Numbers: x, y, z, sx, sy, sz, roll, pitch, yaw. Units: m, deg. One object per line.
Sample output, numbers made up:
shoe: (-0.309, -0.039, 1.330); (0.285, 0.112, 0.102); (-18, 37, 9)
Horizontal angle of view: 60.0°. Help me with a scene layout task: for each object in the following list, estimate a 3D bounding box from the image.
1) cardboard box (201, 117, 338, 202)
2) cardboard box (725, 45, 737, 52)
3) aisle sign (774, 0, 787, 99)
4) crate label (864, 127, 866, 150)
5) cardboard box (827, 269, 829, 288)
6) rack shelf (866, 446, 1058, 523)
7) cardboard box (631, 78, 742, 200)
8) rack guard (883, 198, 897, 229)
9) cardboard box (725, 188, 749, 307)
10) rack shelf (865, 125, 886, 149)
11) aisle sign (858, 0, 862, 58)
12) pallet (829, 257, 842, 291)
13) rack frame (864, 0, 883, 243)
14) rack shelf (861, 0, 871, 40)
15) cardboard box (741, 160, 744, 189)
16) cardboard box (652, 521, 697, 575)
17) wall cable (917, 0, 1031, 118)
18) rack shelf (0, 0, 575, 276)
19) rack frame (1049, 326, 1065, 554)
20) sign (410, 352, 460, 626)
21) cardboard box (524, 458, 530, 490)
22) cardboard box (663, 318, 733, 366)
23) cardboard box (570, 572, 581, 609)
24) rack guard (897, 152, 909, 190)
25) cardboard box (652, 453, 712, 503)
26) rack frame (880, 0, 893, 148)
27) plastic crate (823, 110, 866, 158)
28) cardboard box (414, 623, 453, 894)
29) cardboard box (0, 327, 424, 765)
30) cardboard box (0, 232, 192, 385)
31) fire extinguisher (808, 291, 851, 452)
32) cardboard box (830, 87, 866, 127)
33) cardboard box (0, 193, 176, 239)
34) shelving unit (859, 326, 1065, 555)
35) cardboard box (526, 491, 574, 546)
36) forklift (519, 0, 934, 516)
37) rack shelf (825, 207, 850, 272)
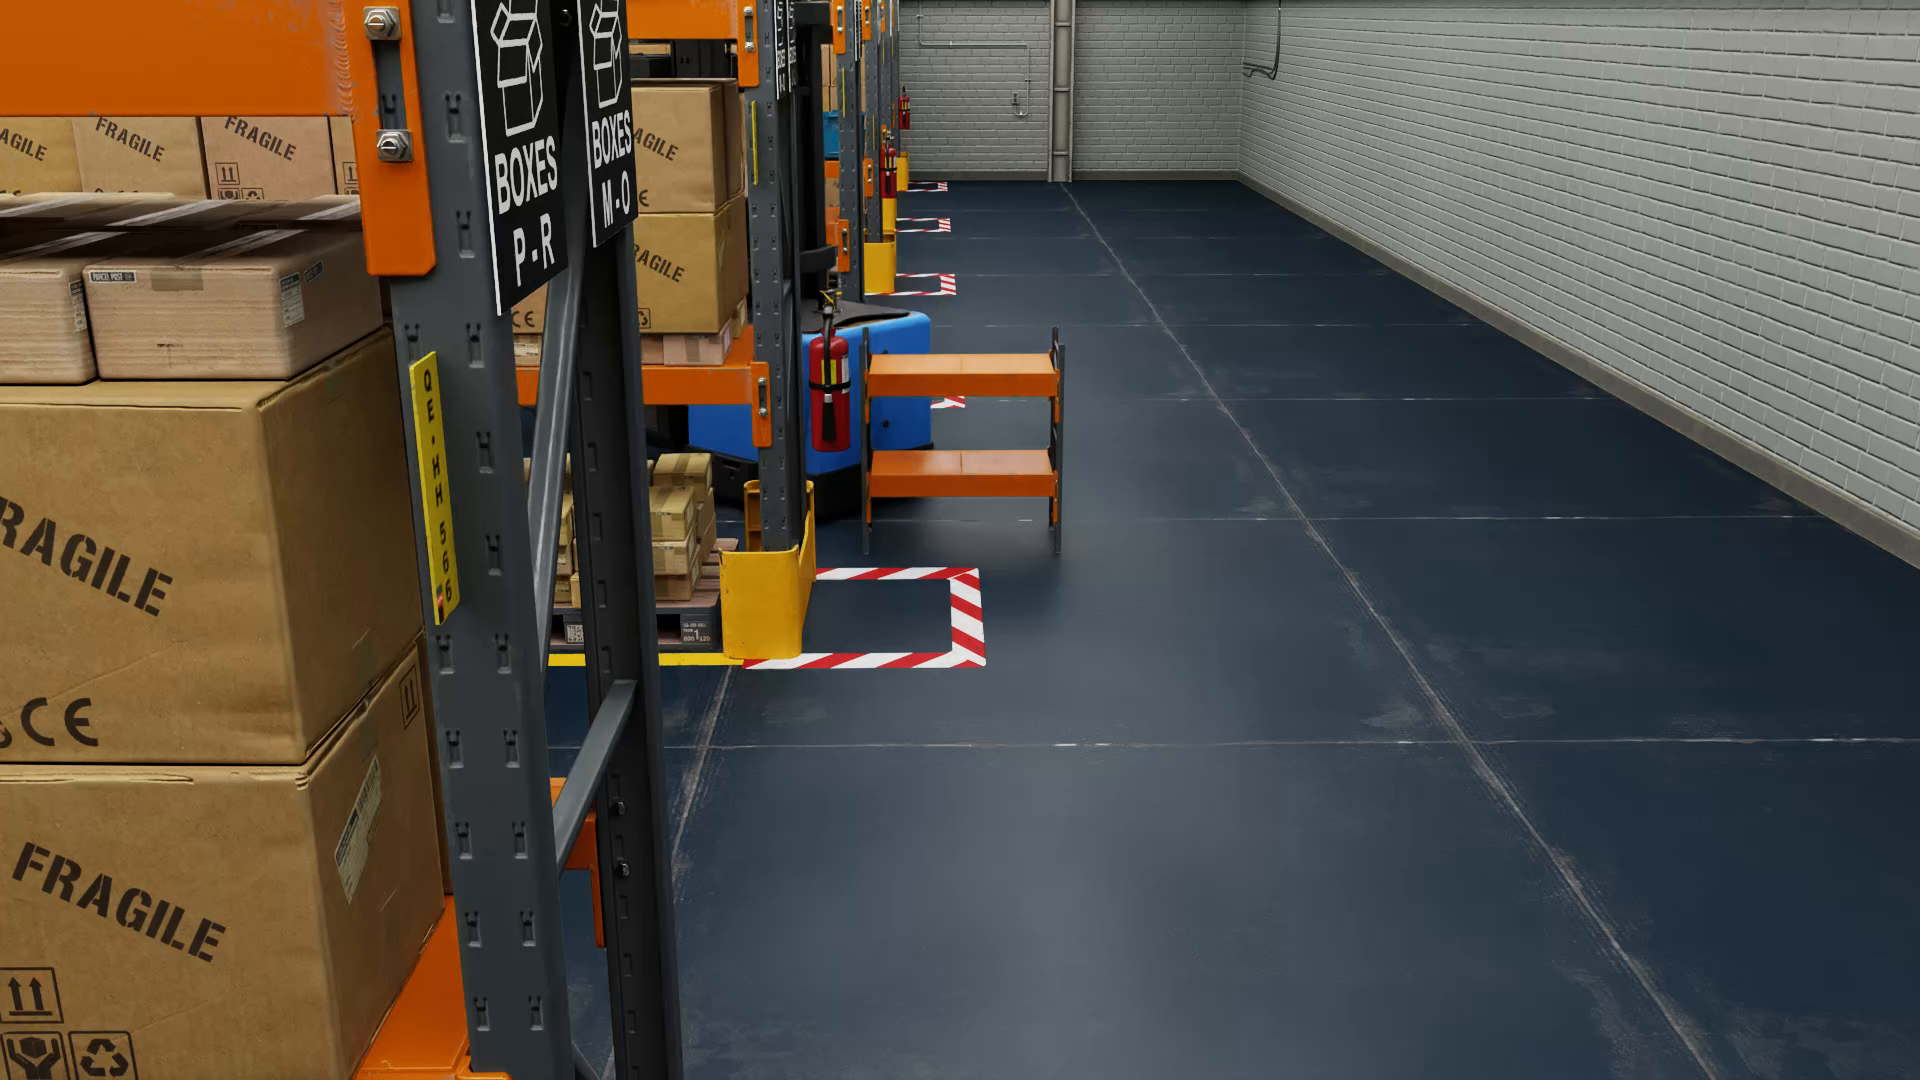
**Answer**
cardboard box: (-2.828, -1.652, 6.999); (0.500, 0.500, 0.500); (-1, 18, -3)
cardboard box: (-2.927, -6.045, 21.182); (0.500, 0.500, 0.500); (0, 18, 1)
aisle sign: (-0.741, -2.222, 6.809); (0.004, 0.787, 0.394); (0, 18, -1)
crate label: (-1.126, -4.152, 17.256); (0.303, 0.233, 0.416); (0, 18, -1)
cardboard box: (-1.435, -1.752, 12.389); (0.875, 0.875, 0.875); (0, 18, -1)
rack shelf: (0.007, -0.303, 8.951); (1.000, 0.278, 0.538); (0, 18, -1)
cardboard box: (-1.272, -1.820, 7.523); (0.500, 0.500, 0.500); (0, 18, -1)
rack guard: (-1.025, -4.426, 22.027); (0.348, 0.500, 1.175); (0, 18, -1)
cardboard box: (-1.272, -1.347, 7.686); (0.500, 0.500, 0.500); (1, 18, 2)
rack shelf: (-2.949, -5.265, 21.726); (4.000, 0.370, 1.077); (0, 18, -1)
aisle sign: (-0.729, -3.921, 12.104); (0.004, 0.787, 0.394); (0, 18, -1)
pallet: (-1.700, -2.784, 17.381); (1.213, 0.211, 1.003); (0, 18, -1)
rack frame: (-0.874, -4.104, 16.930); (0.127, 3.000, 1.000); (0, 18, -1)
rack shelf: (-2.874, -5.180, 16.552); (4.000, 0.370, 1.077); (0, 18, -1)
cardboard box: (-1.784, -2.576, 11.925); (0.500, 0.250, 0.500); (-1, 18, -2)
cardboard box: (-1.342, 0.030, 7.537); (0.250, 0.149, 0.380); (-1, 18, -2)
wall cable: (0.235, -7.909, 27.127); (1.851, 1.984, 0.084); (0, 18, -1)
rack shelf: (-2.640, -0.641, 2.401); (4.000, 0.370, 1.077); (0, 18, -1)
rack frame: (0.515, -0.538, 8.884); (0.032, 1.125, 0.500); (0, 18, -1)
sign: (-0.645, -0.063, 2.050); (0.005, 0.325, 0.100); (0, 18, -1)
cardboard box: (-2.123, -0.276, 8.004); (0.250, 0.149, 0.380); (-1, 18, -4)
cardboard box: (-1.141, -0.868, 7.255); (0.250, 0.149, 0.380); (0, 18, -1)
cardboard box: (-1.598, 0.180, 7.555); (0.250, 0.149, 0.380); (0, 18, 1)
rack guard: (-1.007, -5.940, 26.745); (0.348, 0.500, 1.175); (0, 18, -1)
cardboard box: (-1.348, -0.303, 8.087); (0.250, 0.149, 0.380); (-1, 18, -3)
rack frame: (-0.949, -5.617, 21.646); (0.127, 3.000, 1.000); (0, 18, -1)
plastic crate: (-1.206, -4.091, 16.733); (0.499, 0.435, 0.616); (0, 18, -1)
cardboard box: (-1.124, 0.302, 3.030); (0.500, 0.500, 0.500); (0, 18, -1)
cardboard box: (-1.118, -0.013, 2.378); (0.500, 0.500, 0.500); (0, 18, 1)
cardboard box: (-1.249, -0.326, 2.290); (0.250, 0.149, 0.380); (0, 18, 0)
fire extinguisher: (-0.560, -0.722, 7.124); (0.183, 0.674, 0.296); (0, 18, -1)
cardboard box: (-1.392, -5.579, 21.365); (0.500, 0.500, 0.500); (0, 18, 1)
cardboard box: (-1.522, -0.491, 2.804); (0.250, 0.149, 0.380); (0, 18, 1)
shelving unit: (0.007, -0.536, 8.876); (1.048, 1.125, 0.538); (0, 18, -1)
cardboard box: (-1.853, -0.098, 7.448); (0.250, 0.149, 0.380); (-1, 18, -2)
forklift: (-1.600, -1.869, 10.074); (3.031, 2.935, 1.130); (15, 23, 38)
rack shelf: (-2.796, -2.239, 12.294); (4.000, 0.370, 1.077); (0, 18, -1)
